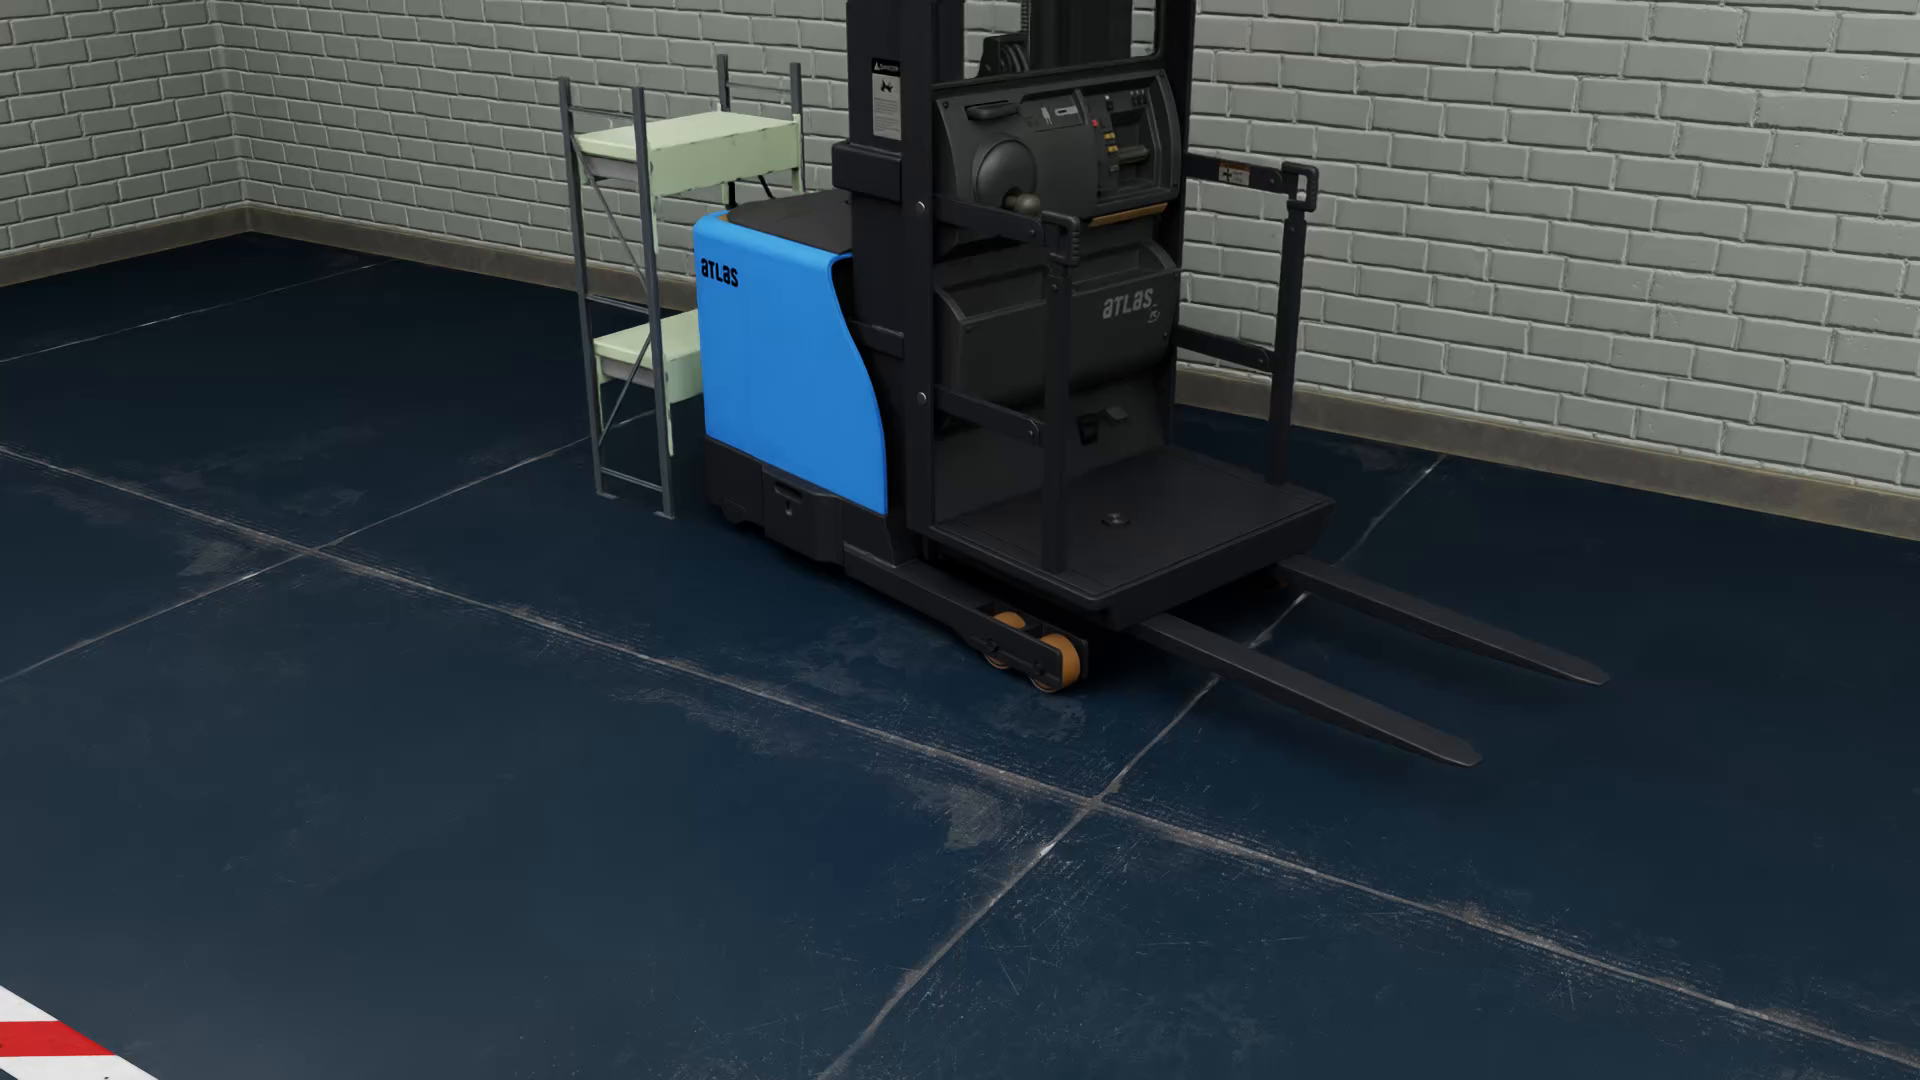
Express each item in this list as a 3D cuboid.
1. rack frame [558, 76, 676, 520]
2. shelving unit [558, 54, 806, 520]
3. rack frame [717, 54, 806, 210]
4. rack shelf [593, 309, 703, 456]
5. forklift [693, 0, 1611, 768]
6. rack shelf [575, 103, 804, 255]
[{"bbox_3d":[-1.178,-0.810,5.734,0.400,1.500,0.023,17,29,35],"label":"rack frame"},{"bbox_3d":[-0.951,-0.924,5.997,0.431,1.500,0.755,17,29,35],"label":"shelving unit"},{"bbox_3d":[-0.724,-1.039,6.261,0.400,1.500,0.023,17,29,35],"label":"rack frame"},{"bbox_3d":[-0.951,-0.625,6.127,0.431,0.370,0.720,17,29,35],"label":"rack shelf"},{"bbox_3d":[0.448,-1.138,4.689,1.130,2.935,3.031,-20,30,-38],"label":"forklift"},{"bbox_3d":[-0.951,-1.283,5.842,0.431,0.370,0.720,17,29,35],"label":"rack shelf"}]
